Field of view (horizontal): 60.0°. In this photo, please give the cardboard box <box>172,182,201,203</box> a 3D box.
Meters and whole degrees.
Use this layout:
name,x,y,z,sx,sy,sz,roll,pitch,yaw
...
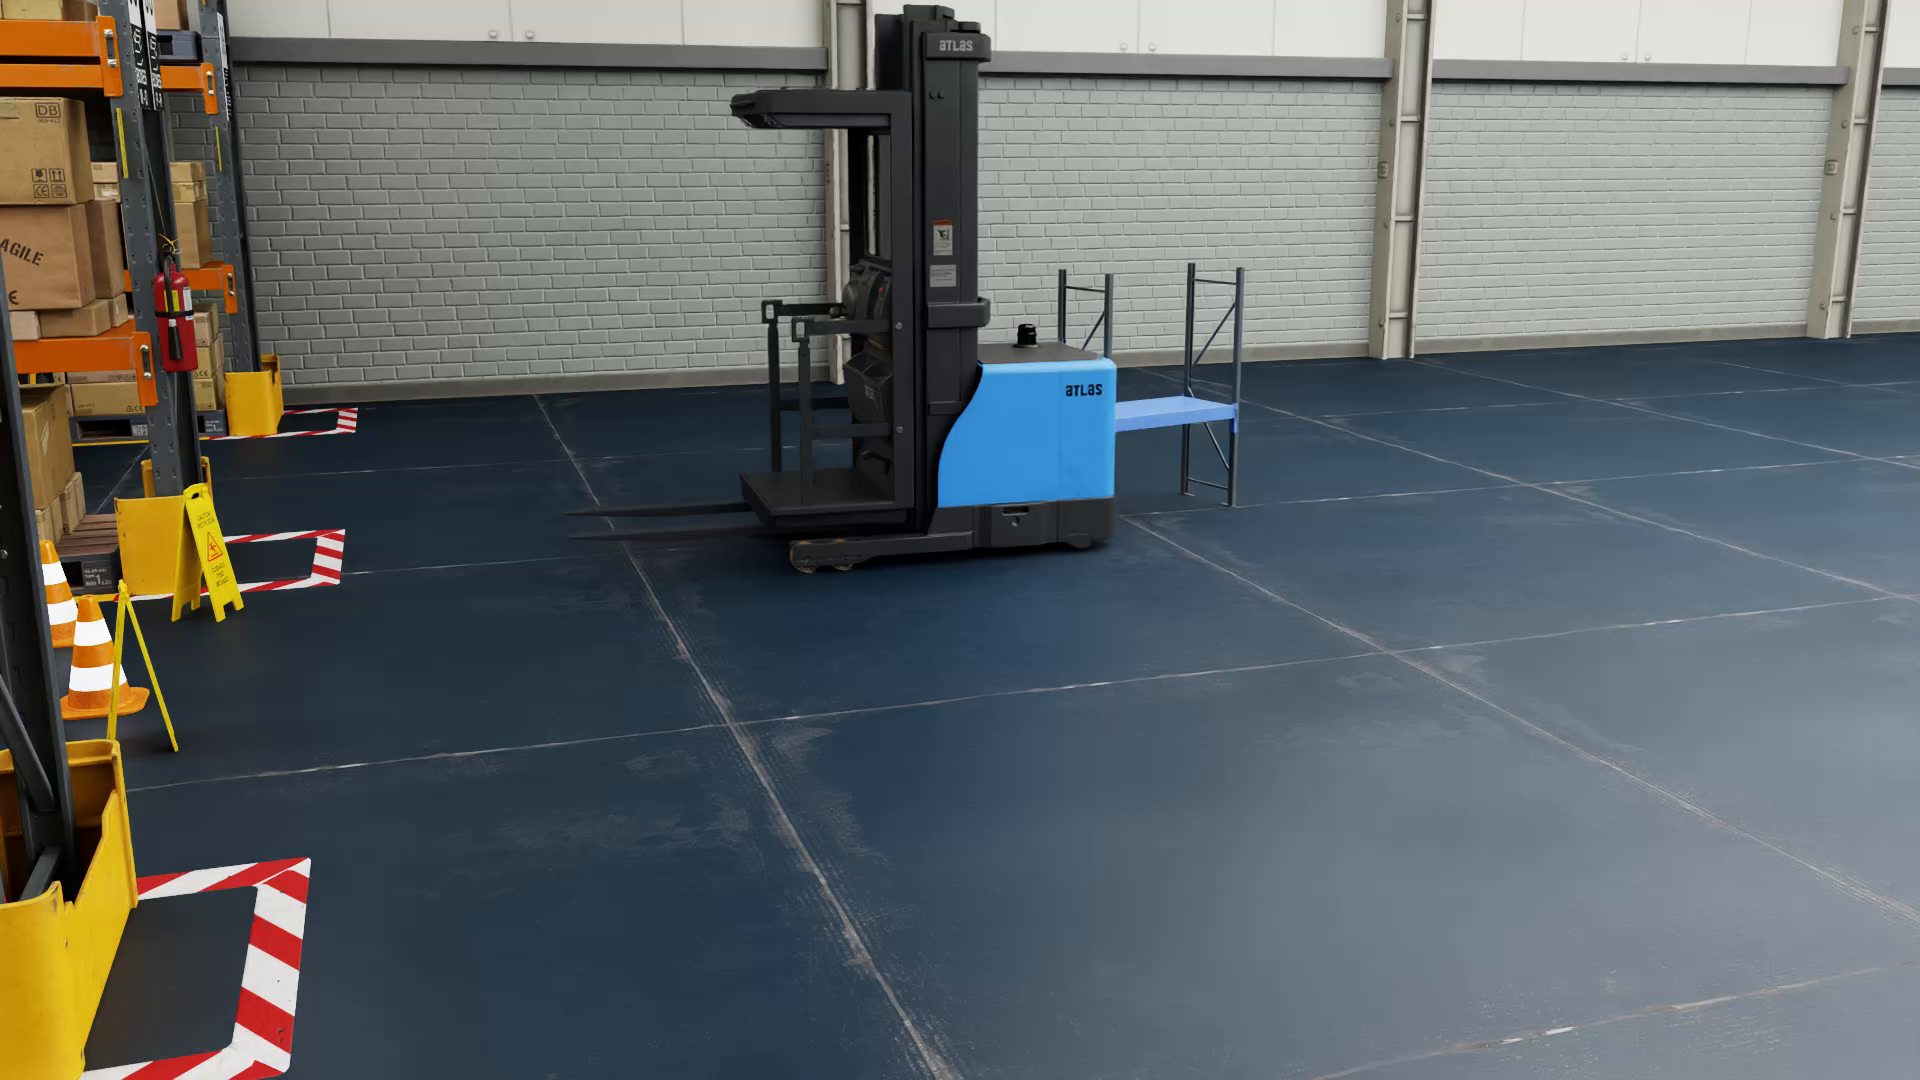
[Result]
name,x,y,z,sx,sy,sz,roll,pitch,yaw
cardboard box,-6.016,-2.682,12.819,0.250,0.149,0.380,-4,14,-17

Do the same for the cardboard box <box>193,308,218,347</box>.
name,x,y,z,sx,sy,sz,roll,pitch,yaw
cardboard box,-6.114,-1.656,12.995,0.500,0.250,0.500,-4,14,-16

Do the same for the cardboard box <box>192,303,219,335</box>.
name,x,y,z,sx,sy,sz,roll,pitch,yaw
cardboard box,-6.293,-1.764,13.451,0.500,0.250,0.500,-5,14,-19

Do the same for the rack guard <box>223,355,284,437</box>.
name,x,y,z,sx,sy,sz,roll,pitch,yaw
rack guard,-5.755,-1.191,13.568,0.348,0.500,1.175,-4,14,-18

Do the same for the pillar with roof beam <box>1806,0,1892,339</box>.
name,x,y,z,sx,sy,sz,roll,pitch,yaw
pillar with roof beam,11.708,-5.854,14.808,0.400,9.000,9.100,-4,14,-18

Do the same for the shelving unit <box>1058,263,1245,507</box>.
name,x,y,z,sx,sy,sz,roll,pitch,yaw
shelving unit,1.169,-0.922,10.278,1.048,1.500,0.538,-9,16,-32

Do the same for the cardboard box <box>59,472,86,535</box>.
name,x,y,z,sx,sy,sz,roll,pitch,yaw
cardboard box,-5.043,-0.184,8.970,0.500,0.250,0.500,-5,14,-19

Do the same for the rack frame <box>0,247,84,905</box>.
name,x,y,z,sx,sy,sz,roll,pitch,yaw
rack frame,-2.516,-0.238,4.163,0.127,3.000,1.000,-4,14,-18

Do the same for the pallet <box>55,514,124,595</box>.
name,x,y,z,sx,sy,sz,roll,pitch,yaw
pallet,-5.044,0.098,8.775,1.213,0.211,1.003,-4,14,-18

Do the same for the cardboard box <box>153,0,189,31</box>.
name,x,y,z,sx,sy,sz,roll,pitch,yaw
cardboard box,-6.119,-4.080,12.491,0.500,0.500,0.500,-4,14,-16

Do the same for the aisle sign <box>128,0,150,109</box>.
name,x,y,z,sx,sy,sz,roll,pitch,yaw
aisle sign,-4.039,-2.522,8.147,0.004,0.787,0.394,-4,14,-18

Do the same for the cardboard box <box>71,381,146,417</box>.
name,x,y,z,sx,sy,sz,roll,pitch,yaw
cardboard box,-6.596,-1.133,12.958,0.500,0.250,0.500,-4,14,-18

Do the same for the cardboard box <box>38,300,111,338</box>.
name,x,y,z,sx,sy,sz,roll,pitch,yaw
cardboard box,-4.477,-1.120,8.412,0.250,0.149,0.380,-4,14,-16

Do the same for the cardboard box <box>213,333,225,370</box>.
name,x,y,z,sx,sy,sz,roll,pitch,yaw
cardboard box,-6.289,-1.526,13.529,0.500,0.250,0.500,-4,14,-17

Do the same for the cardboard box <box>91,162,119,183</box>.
name,x,y,z,sx,sy,sz,roll,pitch,yaw
cardboard box,-6.513,-2.791,12.634,0.250,0.149,0.380,-4,14,-17

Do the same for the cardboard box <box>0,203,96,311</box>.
name,x,y,z,sx,sy,sz,roll,pitch,yaw
cardboard box,-4.617,-1.409,8.227,0.500,0.500,0.500,-5,14,-19

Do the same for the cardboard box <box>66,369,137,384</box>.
name,x,y,z,sx,sy,sz,roll,pitch,yaw
cardboard box,-6.618,-1.376,12.898,0.500,0.250,0.500,-5,14,-19

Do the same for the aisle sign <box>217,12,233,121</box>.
name,x,y,z,sx,sy,sz,roll,pitch,yaw
aisle sign,-5.621,-3.610,12.720,0.004,0.787,0.394,-4,14,-18

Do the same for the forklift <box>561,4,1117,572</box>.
name,x,y,z,sx,sy,sz,roll,pitch,yaw
forklift,-0.692,-1.388,9.144,3.031,2.935,1.130,-4,14,-15

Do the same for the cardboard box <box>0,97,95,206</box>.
name,x,y,z,sx,sy,sz,roll,pitch,yaw
cardboard box,-4.605,-1.911,8.174,0.500,0.500,0.700,-5,14,-19

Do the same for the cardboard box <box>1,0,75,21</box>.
name,x,y,z,sx,sy,sz,roll,pitch,yaw
cardboard box,-4.440,-2.566,8.009,0.250,0.149,0.380,-4,14,-18

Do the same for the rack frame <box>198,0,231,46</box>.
name,x,y,z,sx,sy,sz,roll,pitch,yaw
rack frame,-5.777,-5.324,12.577,0.127,3.000,1.000,-4,14,-18

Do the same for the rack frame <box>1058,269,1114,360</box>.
name,x,y,z,sx,sy,sz,roll,pitch,yaw
rack frame,0.743,-0.858,10.008,0.032,1.500,0.500,-9,16,-32

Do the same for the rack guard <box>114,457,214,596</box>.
name,x,y,z,sx,sy,sz,roll,pitch,yaw
rack guard,-4.263,-0.095,8.961,0.348,0.500,1.175,-4,14,-18

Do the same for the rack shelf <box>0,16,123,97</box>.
name,x,y,z,sx,sy,sz,roll,pitch,yaw
rack shelf,-6.086,-2.278,7.811,4.000,0.370,1.077,-4,14,-18

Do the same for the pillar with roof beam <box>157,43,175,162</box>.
name,x,y,z,sx,sy,sz,roll,pitch,yaw
pillar with roof beam,-5.352,-4.526,9.223,0.400,9.000,9.100,-4,14,-18

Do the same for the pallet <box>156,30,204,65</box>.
name,x,y,z,sx,sy,sz,roll,pitch,yaw
pallet,-6.456,-3.775,12.739,1.213,0.211,1.003,-4,14,-18

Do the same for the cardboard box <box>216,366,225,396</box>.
name,x,y,z,sx,sy,sz,roll,pitch,yaw
cardboard box,-6.305,-1.278,13.569,0.500,0.250,0.500,-4,14,-18

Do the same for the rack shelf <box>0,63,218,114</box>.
name,x,y,z,sx,sy,sz,roll,pitch,yaw
rack shelf,-7.673,-3.367,12.387,4.000,0.370,1.077,-4,14,-18

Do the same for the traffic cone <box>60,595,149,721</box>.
name,x,y,z,sx,sy,sz,roll,pitch,yaw
traffic cone,-3.510,0.451,6.748,0.334,0.463,0.336,-4,14,-18

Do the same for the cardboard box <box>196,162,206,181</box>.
name,x,y,z,sx,sy,sz,roll,pitch,yaw
cardboard box,-6.164,-2.936,13.243,0.250,0.149,0.380,-5,14,-19

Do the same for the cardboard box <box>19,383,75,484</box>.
name,x,y,z,sx,sy,sz,roll,pitch,yaw
cardboard box,-5.066,-0.547,8.875,0.500,0.500,0.500,-5,14,-20

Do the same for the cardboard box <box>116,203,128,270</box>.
name,x,y,z,sx,sy,sz,roll,pitch,yaw
cardboard box,-6.655,-2.323,12.713,0.500,0.500,0.500,-4,14,-16

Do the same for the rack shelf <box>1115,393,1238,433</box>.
name,x,y,z,sx,sy,sz,roll,pitch,yaw
rack shelf,1.169,-0.747,10.319,1.000,0.185,0.538,-9,16,-32

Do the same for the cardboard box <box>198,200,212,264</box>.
name,x,y,z,sx,sy,sz,roll,pitch,yaw
cardboard box,-6.335,-2.478,13.362,0.500,0.500,0.500,-4,14,-16

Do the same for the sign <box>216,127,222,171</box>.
name,x,y,z,sx,sy,sz,roll,pitch,yaw
sign,-5.617,-2.963,12.605,0.005,0.325,0.100,-4,14,-18

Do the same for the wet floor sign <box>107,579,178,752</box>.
name,x,y,z,sx,sy,sz,roll,pitch,yaw
wet floor sign,-3.120,0.471,6.270,0.232,0.644,0.267,-7,15,-28
